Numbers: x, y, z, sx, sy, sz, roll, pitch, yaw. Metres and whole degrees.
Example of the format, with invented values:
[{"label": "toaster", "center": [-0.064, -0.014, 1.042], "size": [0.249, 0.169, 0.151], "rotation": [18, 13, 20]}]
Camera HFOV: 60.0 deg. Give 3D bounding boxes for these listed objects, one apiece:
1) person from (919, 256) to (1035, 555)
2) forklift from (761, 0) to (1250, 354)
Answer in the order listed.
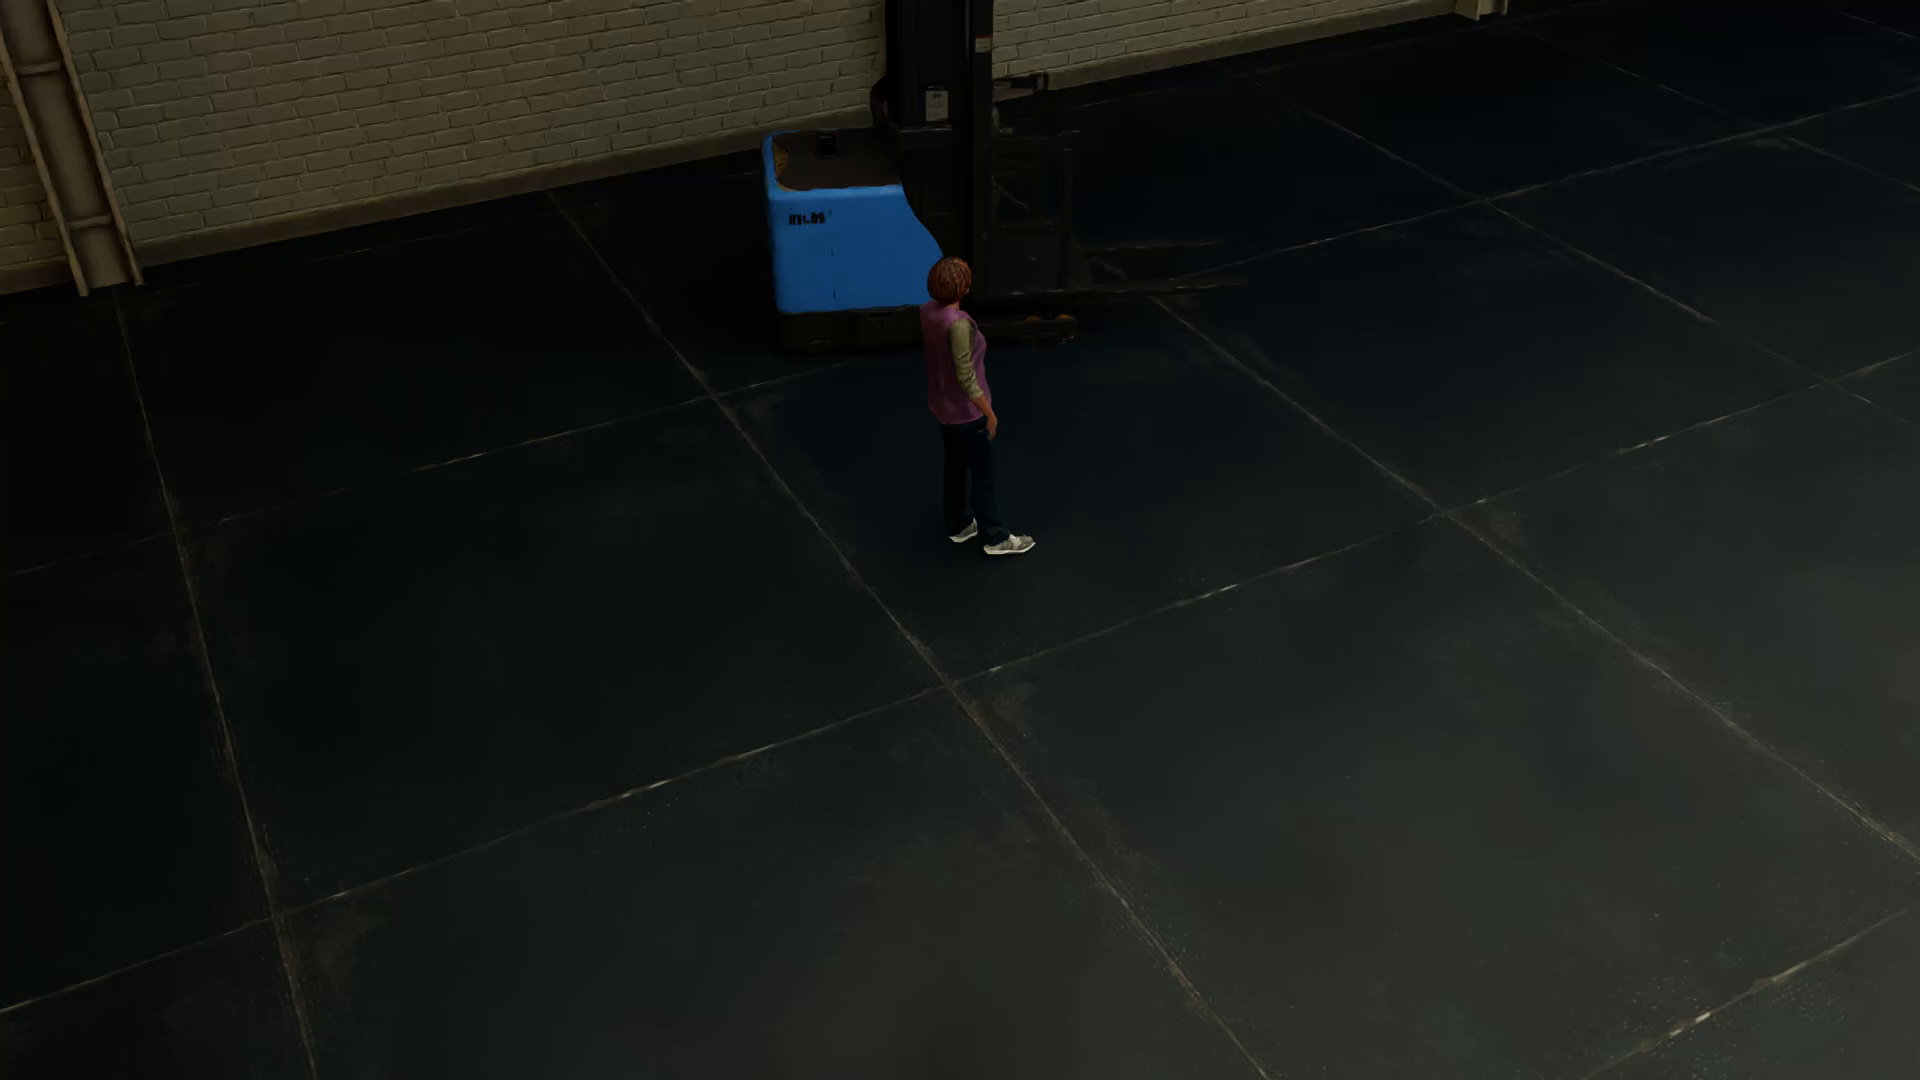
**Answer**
[{"label": "person", "center": [0.072, -0.671, 8.216], "size": [0.474, 1.597, 0.520], "rotation": [-17, 39, -23]}, {"label": "forklift", "center": [0.304, -2.725, 9.978], "size": [3.031, 2.935, 1.130], "rotation": [-5, 36, -7]}]
